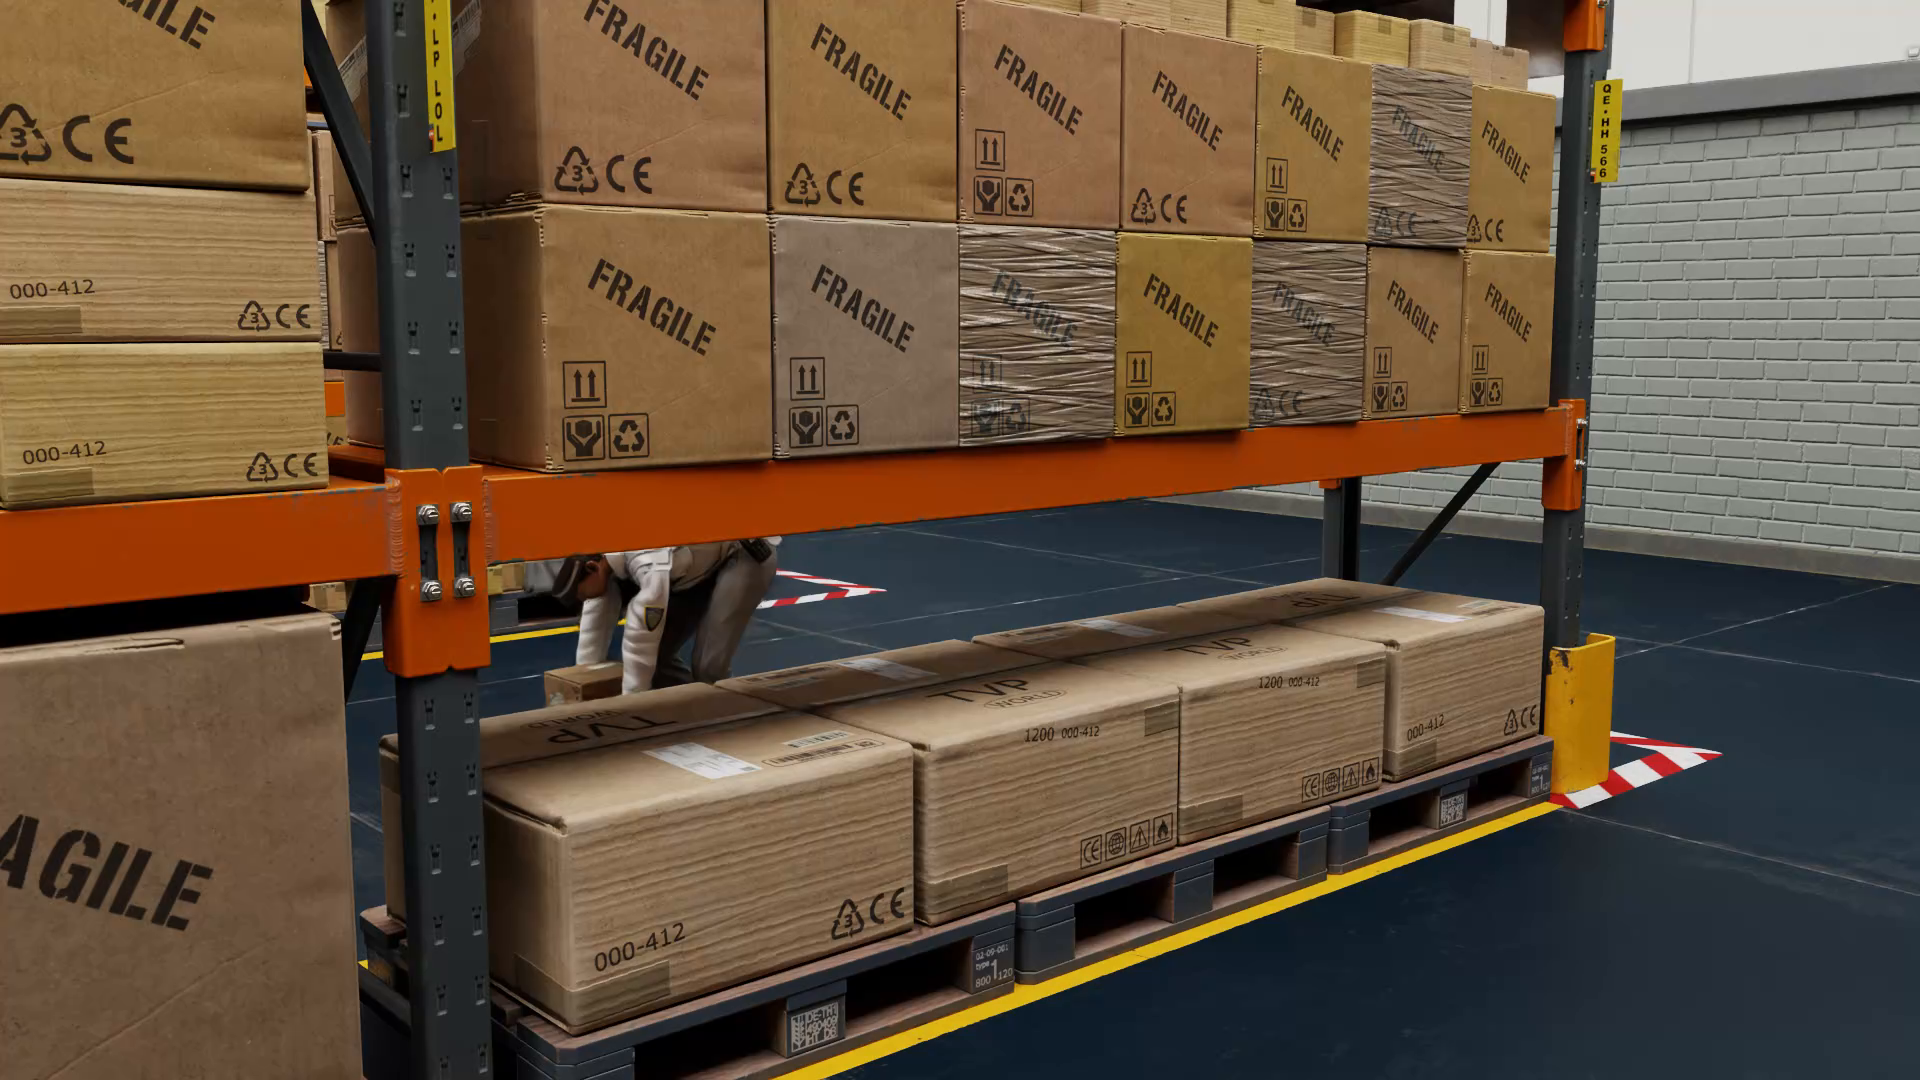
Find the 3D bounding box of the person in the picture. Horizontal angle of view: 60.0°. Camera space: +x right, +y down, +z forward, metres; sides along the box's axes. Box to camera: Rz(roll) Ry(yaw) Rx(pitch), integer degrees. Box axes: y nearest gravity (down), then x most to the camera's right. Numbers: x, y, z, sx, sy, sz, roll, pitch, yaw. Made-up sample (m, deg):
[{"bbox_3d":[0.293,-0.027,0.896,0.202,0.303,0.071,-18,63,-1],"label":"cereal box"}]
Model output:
[{"bbox_3d":[-1.009,0.363,5.568,0.905,1.005,0.433,-7,10,-43],"label":"person"}]
